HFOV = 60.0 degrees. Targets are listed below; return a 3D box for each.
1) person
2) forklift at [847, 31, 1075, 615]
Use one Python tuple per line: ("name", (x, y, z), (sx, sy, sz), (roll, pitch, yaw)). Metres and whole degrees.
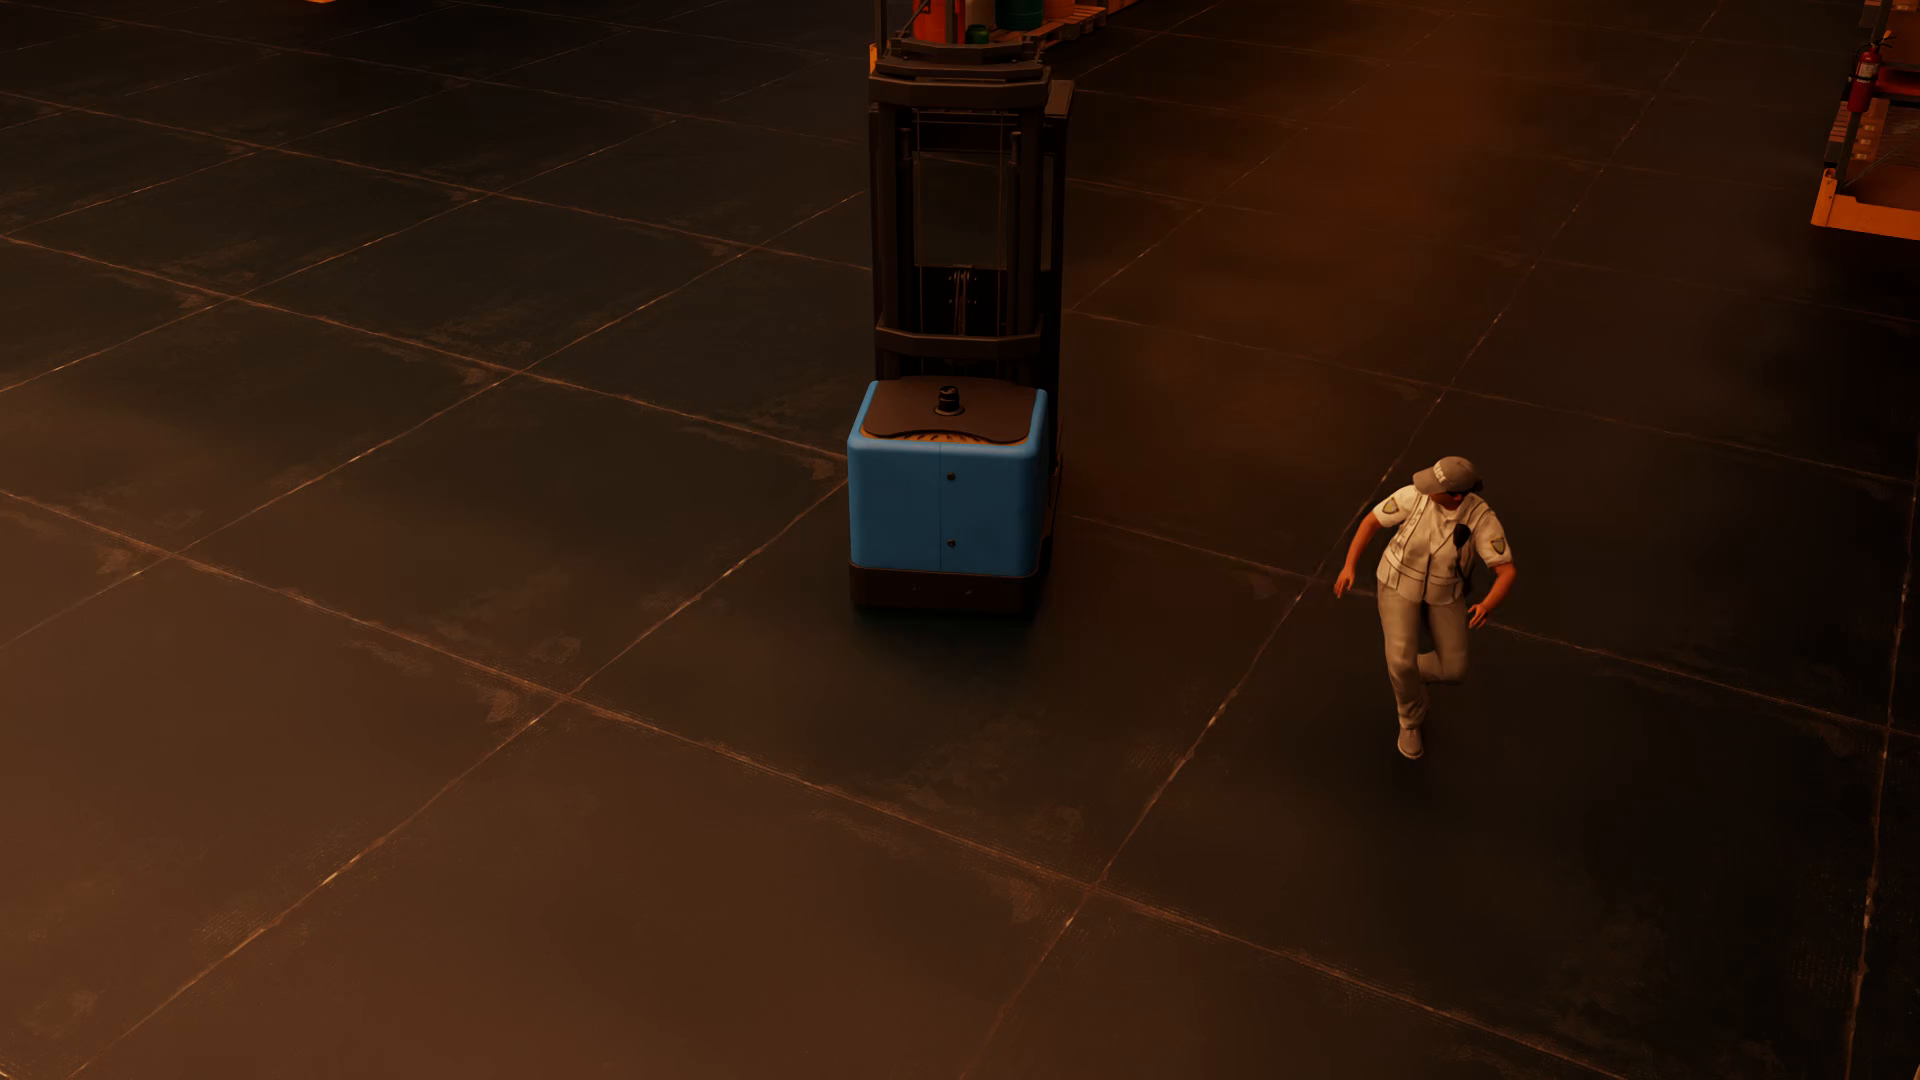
("person", (2.201, 0.294, 7.961), (0.810, 1.541, 0.795), (4, 30, 7))
("forklift", (0.072, -1.572, 9.794), (1.130, 2.935, 3.031), (3, 30, 6))
